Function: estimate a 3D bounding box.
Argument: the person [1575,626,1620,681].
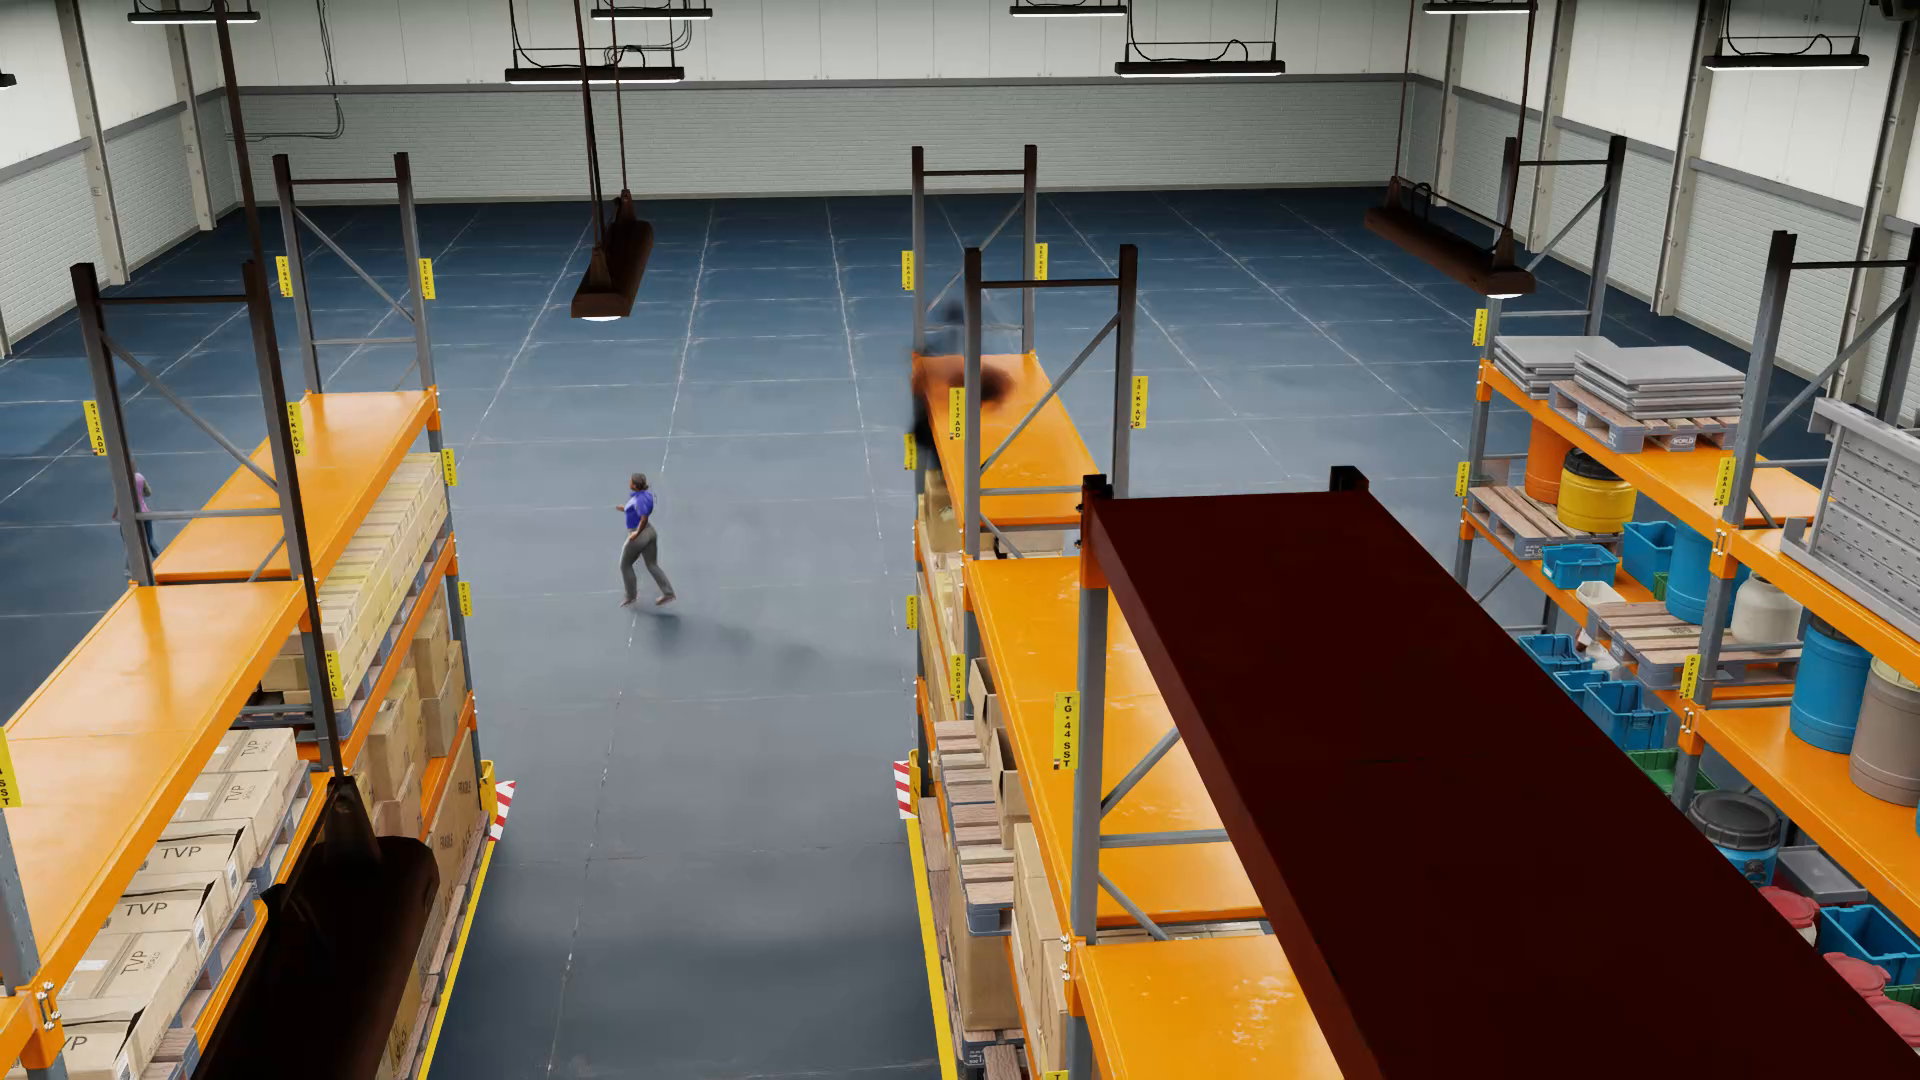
[{"bbox_3d":[6.278,1.230,16.218,0.693,1.804,0.662,-17,27,-36],"label":"person"}]

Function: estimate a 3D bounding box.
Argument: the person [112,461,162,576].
[{"bbox_3d":[-9.960,-0.251,20.080,0.879,1.586,0.544,17,27,36],"label":"person"}]

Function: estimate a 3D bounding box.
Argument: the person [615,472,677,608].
[{"bbox_3d":[-3.687,0.026,19.323,0.742,1.713,0.560,9,23,22],"label":"person"}]
